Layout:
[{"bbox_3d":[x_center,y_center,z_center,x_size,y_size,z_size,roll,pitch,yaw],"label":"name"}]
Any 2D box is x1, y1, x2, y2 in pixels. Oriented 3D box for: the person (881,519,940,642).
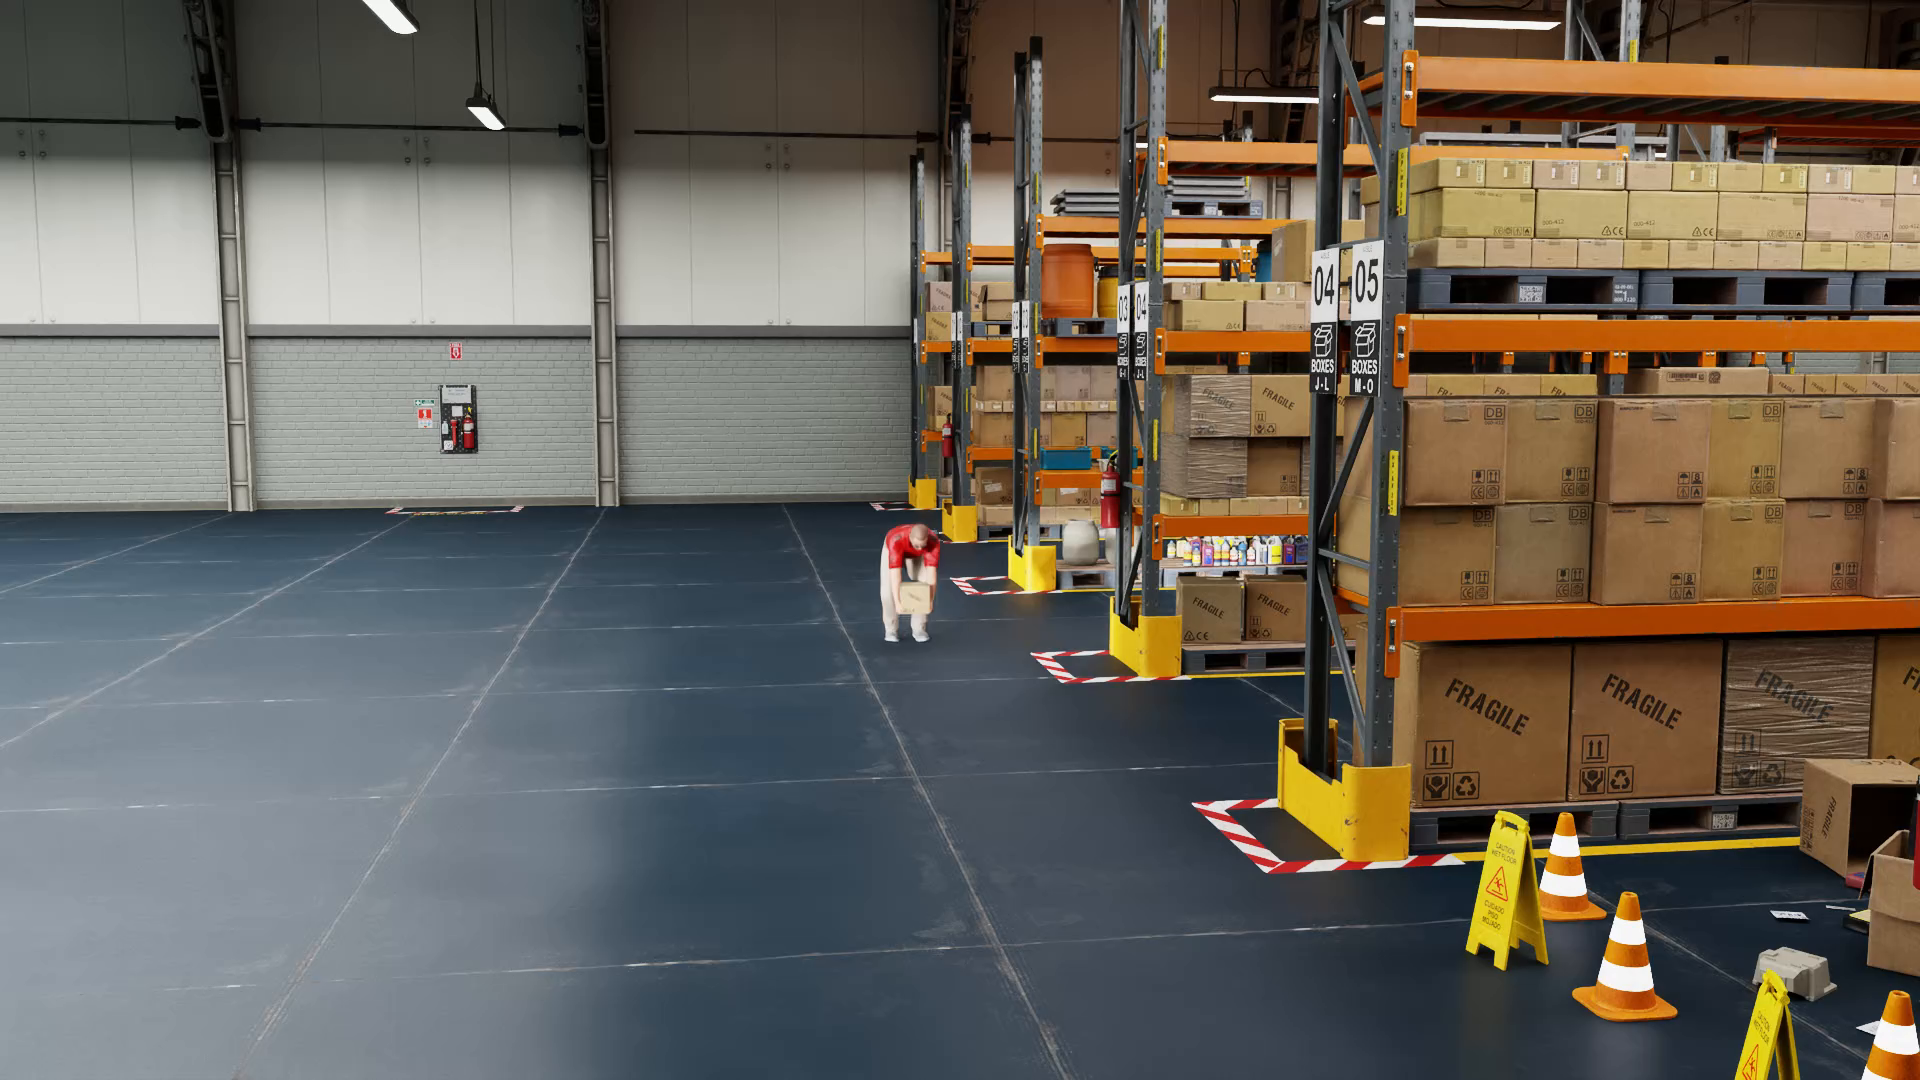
[{"bbox_3d":[-0.458,0.358,15.118,0.503,1.170,0.931,-1,7,-11],"label":"person"}]
